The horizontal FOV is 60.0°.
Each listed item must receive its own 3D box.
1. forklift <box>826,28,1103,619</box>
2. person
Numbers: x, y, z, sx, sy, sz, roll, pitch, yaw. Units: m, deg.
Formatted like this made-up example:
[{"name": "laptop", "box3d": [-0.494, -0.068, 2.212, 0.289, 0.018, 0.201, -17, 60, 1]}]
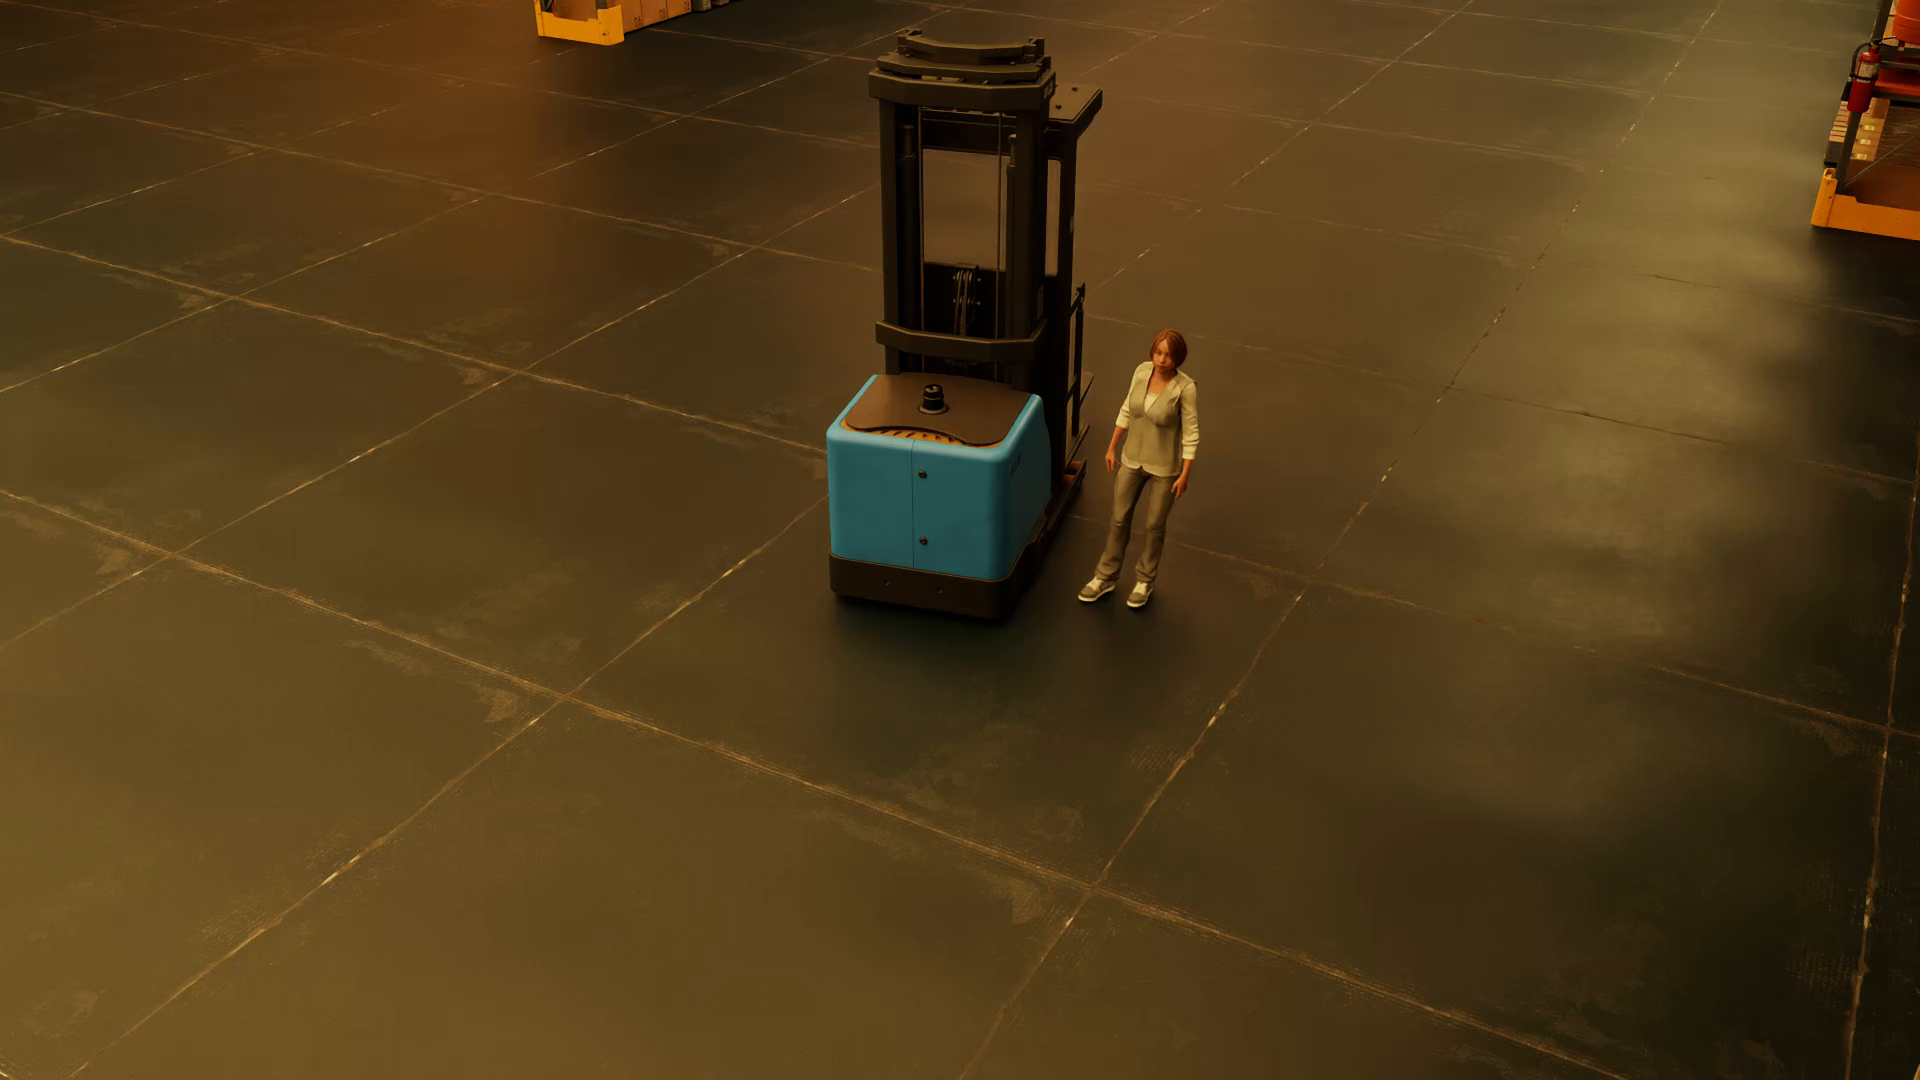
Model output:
[{"name": "forklift", "box3d": [0.174, -1.562, 9.777, 1.130, 2.935, 3.031, 8, 31, 14]}, {"name": "person", "box3d": [0.995, -0.370, 9.031, 0.521, 1.597, 0.475, 19, 35, 29]}]
